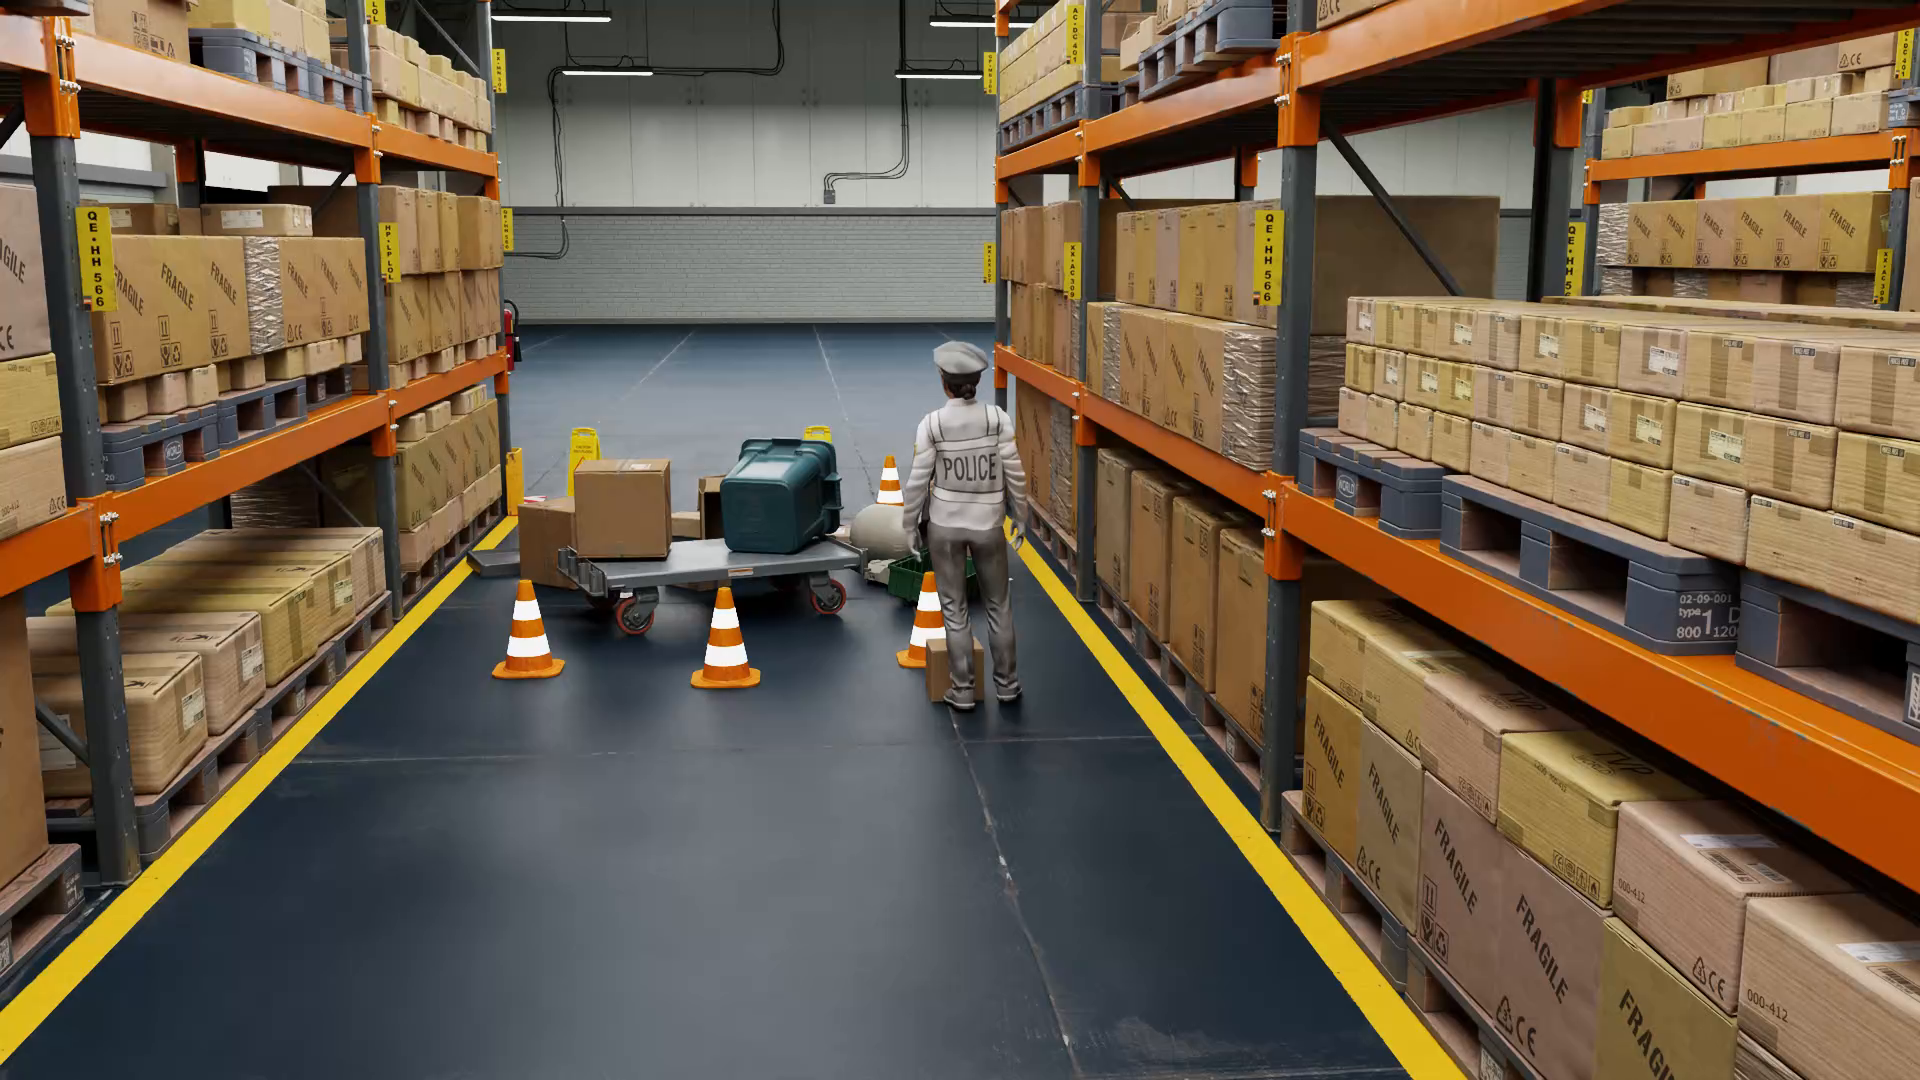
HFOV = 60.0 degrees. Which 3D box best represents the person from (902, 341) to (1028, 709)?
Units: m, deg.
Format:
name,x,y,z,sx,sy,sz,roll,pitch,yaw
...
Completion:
name,x,y,z,sx,sy,sz,roll,pitch,yaw
person,0.024,-0.066,7.627,0.587,1.694,0.529,-1,10,-6
